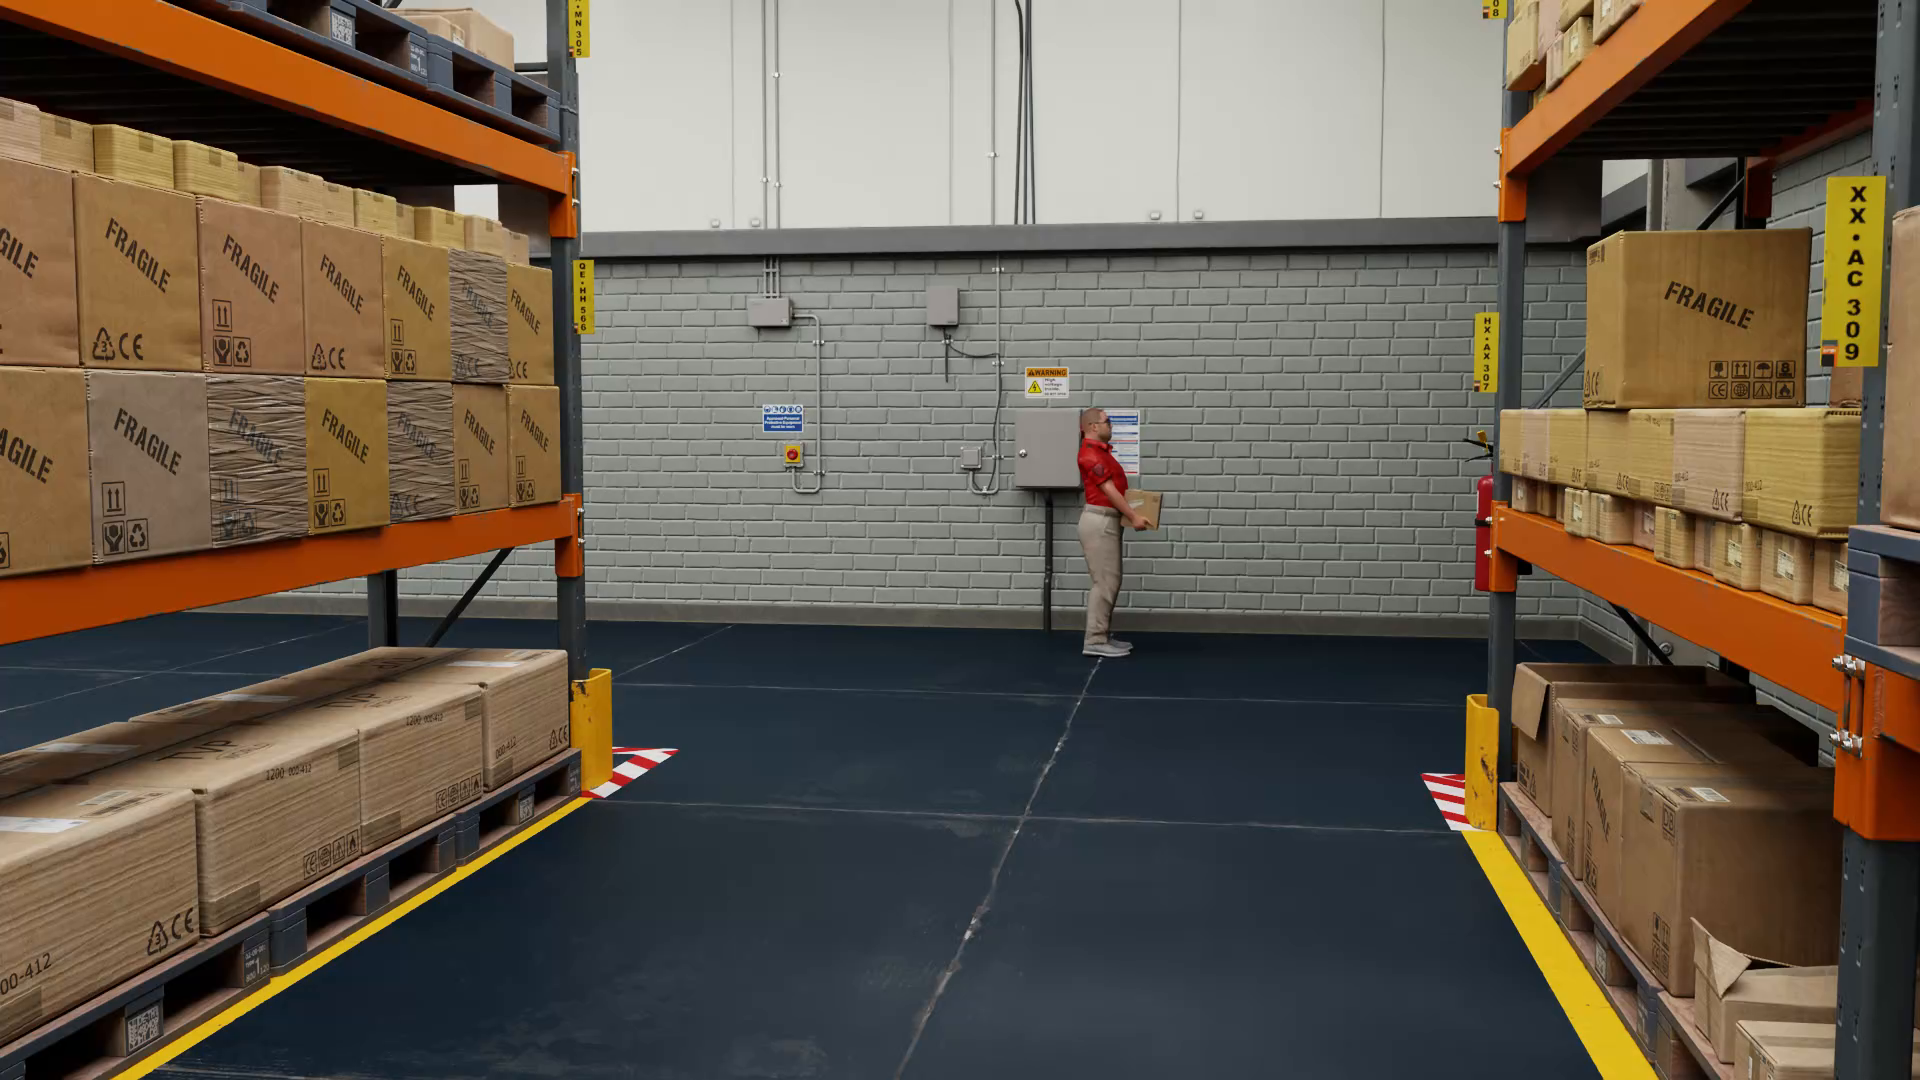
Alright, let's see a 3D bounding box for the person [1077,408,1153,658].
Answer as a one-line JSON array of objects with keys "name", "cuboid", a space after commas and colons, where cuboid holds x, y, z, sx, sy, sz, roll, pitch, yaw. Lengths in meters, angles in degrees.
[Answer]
[{"name": "person", "cuboid": [1.089, -0.059, 11.588, 0.531, 1.713, 0.494, 1, 4, 9]}]
